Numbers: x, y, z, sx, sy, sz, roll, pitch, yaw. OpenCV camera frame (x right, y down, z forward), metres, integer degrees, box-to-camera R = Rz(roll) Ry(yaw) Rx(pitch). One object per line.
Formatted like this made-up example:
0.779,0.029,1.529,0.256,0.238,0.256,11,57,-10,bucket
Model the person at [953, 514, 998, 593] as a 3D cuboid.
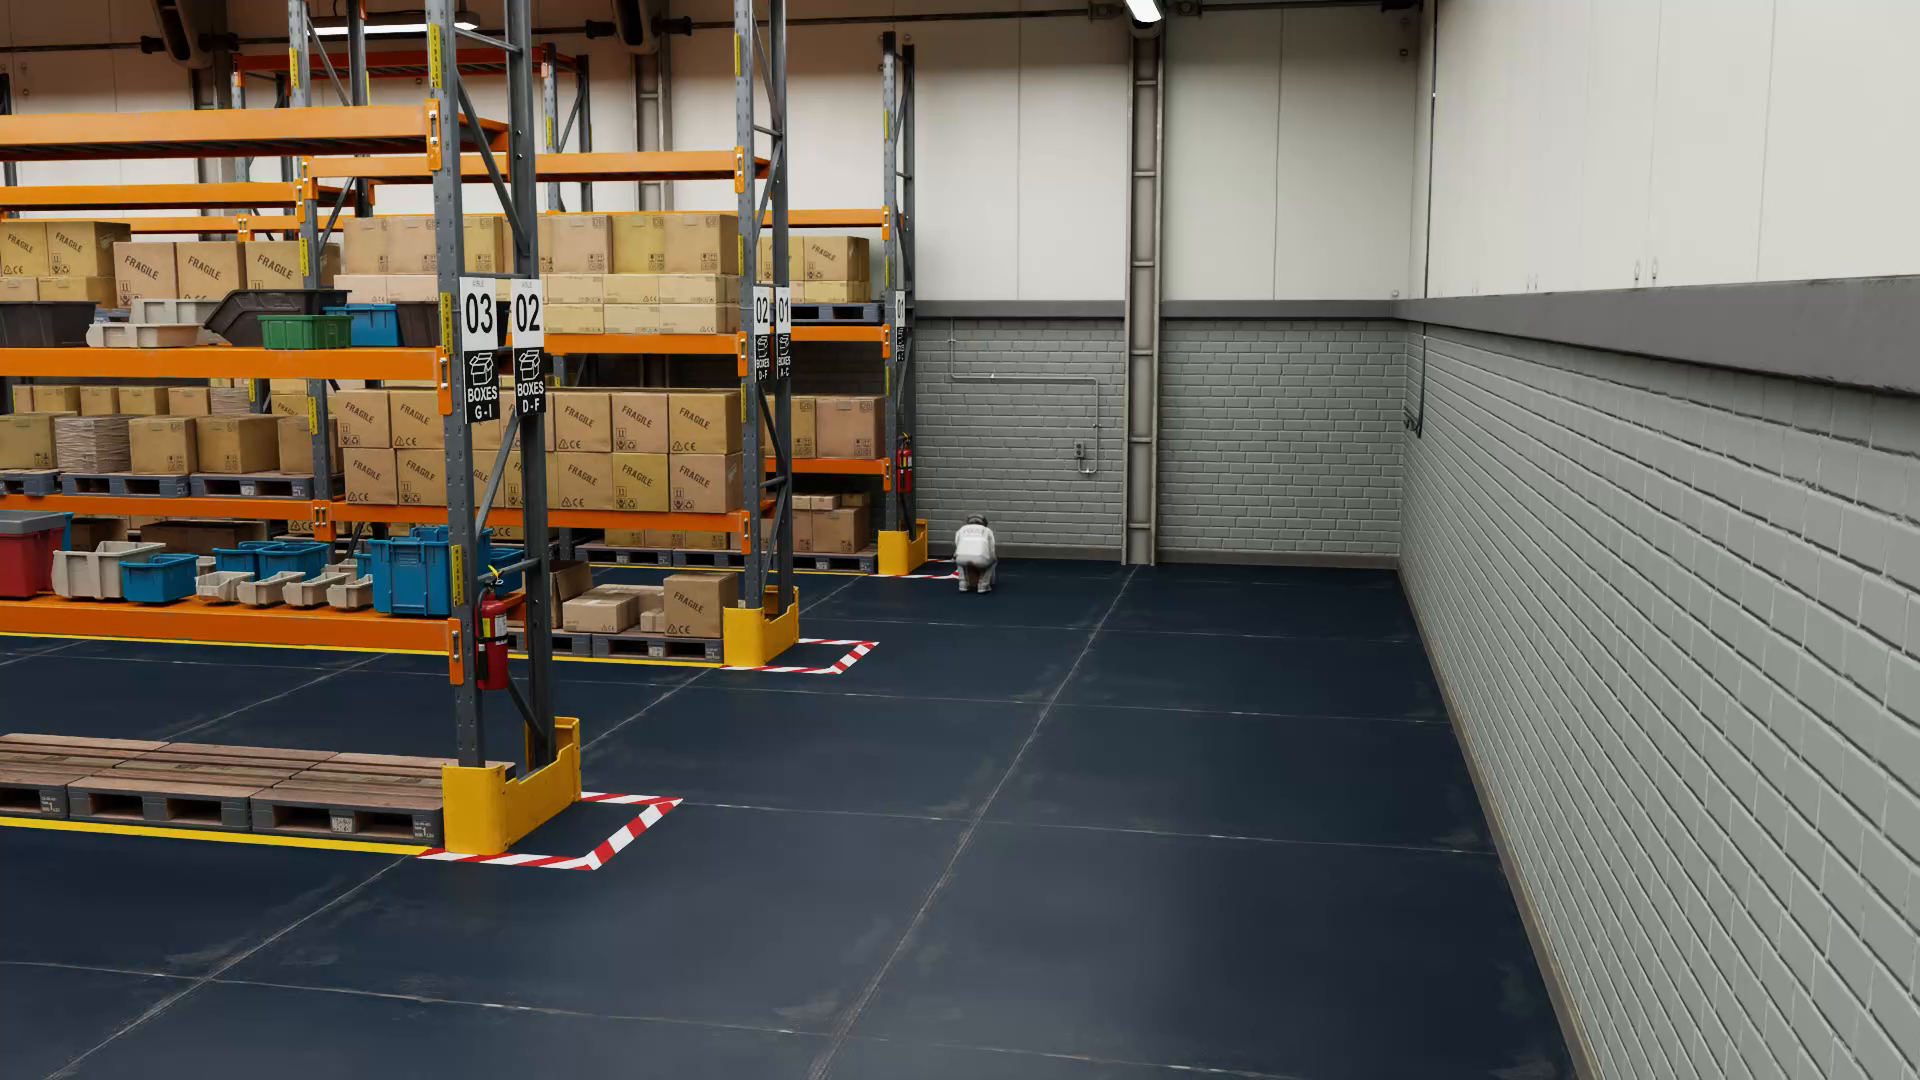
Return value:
0.167,0.178,17.950,0.466,0.847,0.889,1,8,10,person
